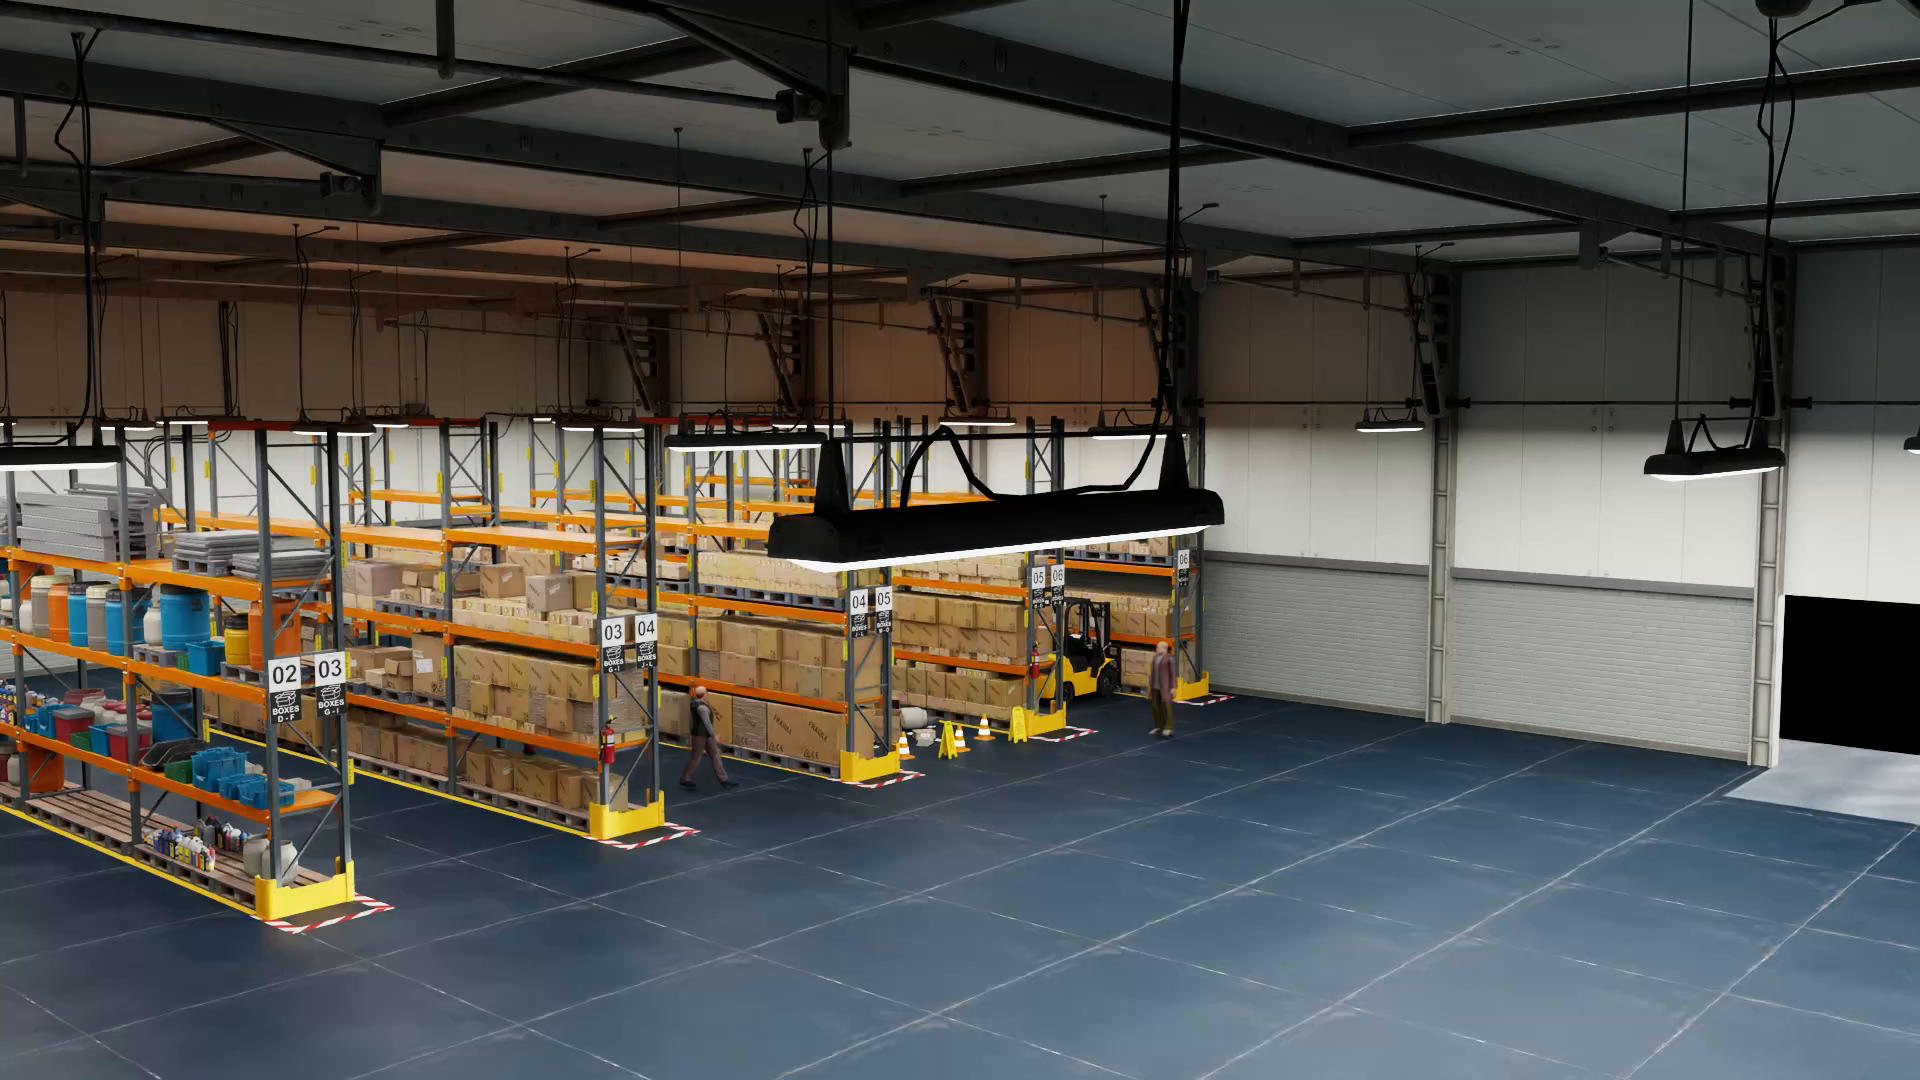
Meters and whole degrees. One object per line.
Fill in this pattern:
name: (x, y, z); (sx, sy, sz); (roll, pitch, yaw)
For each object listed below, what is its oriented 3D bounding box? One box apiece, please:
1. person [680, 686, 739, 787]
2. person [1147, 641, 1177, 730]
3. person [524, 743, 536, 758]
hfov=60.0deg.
person: (-4.130, 3.209, 27.136); (0.939, 1.671, 0.483); (1, 5, 10)
person: (3.846, 2.764, 31.584); (0.680, 1.698, 0.402); (5, 7, 44)
person: (-7.502, 2.998, 29.101); (0.361, 1.737, 0.606); (-1, 5, -12)
